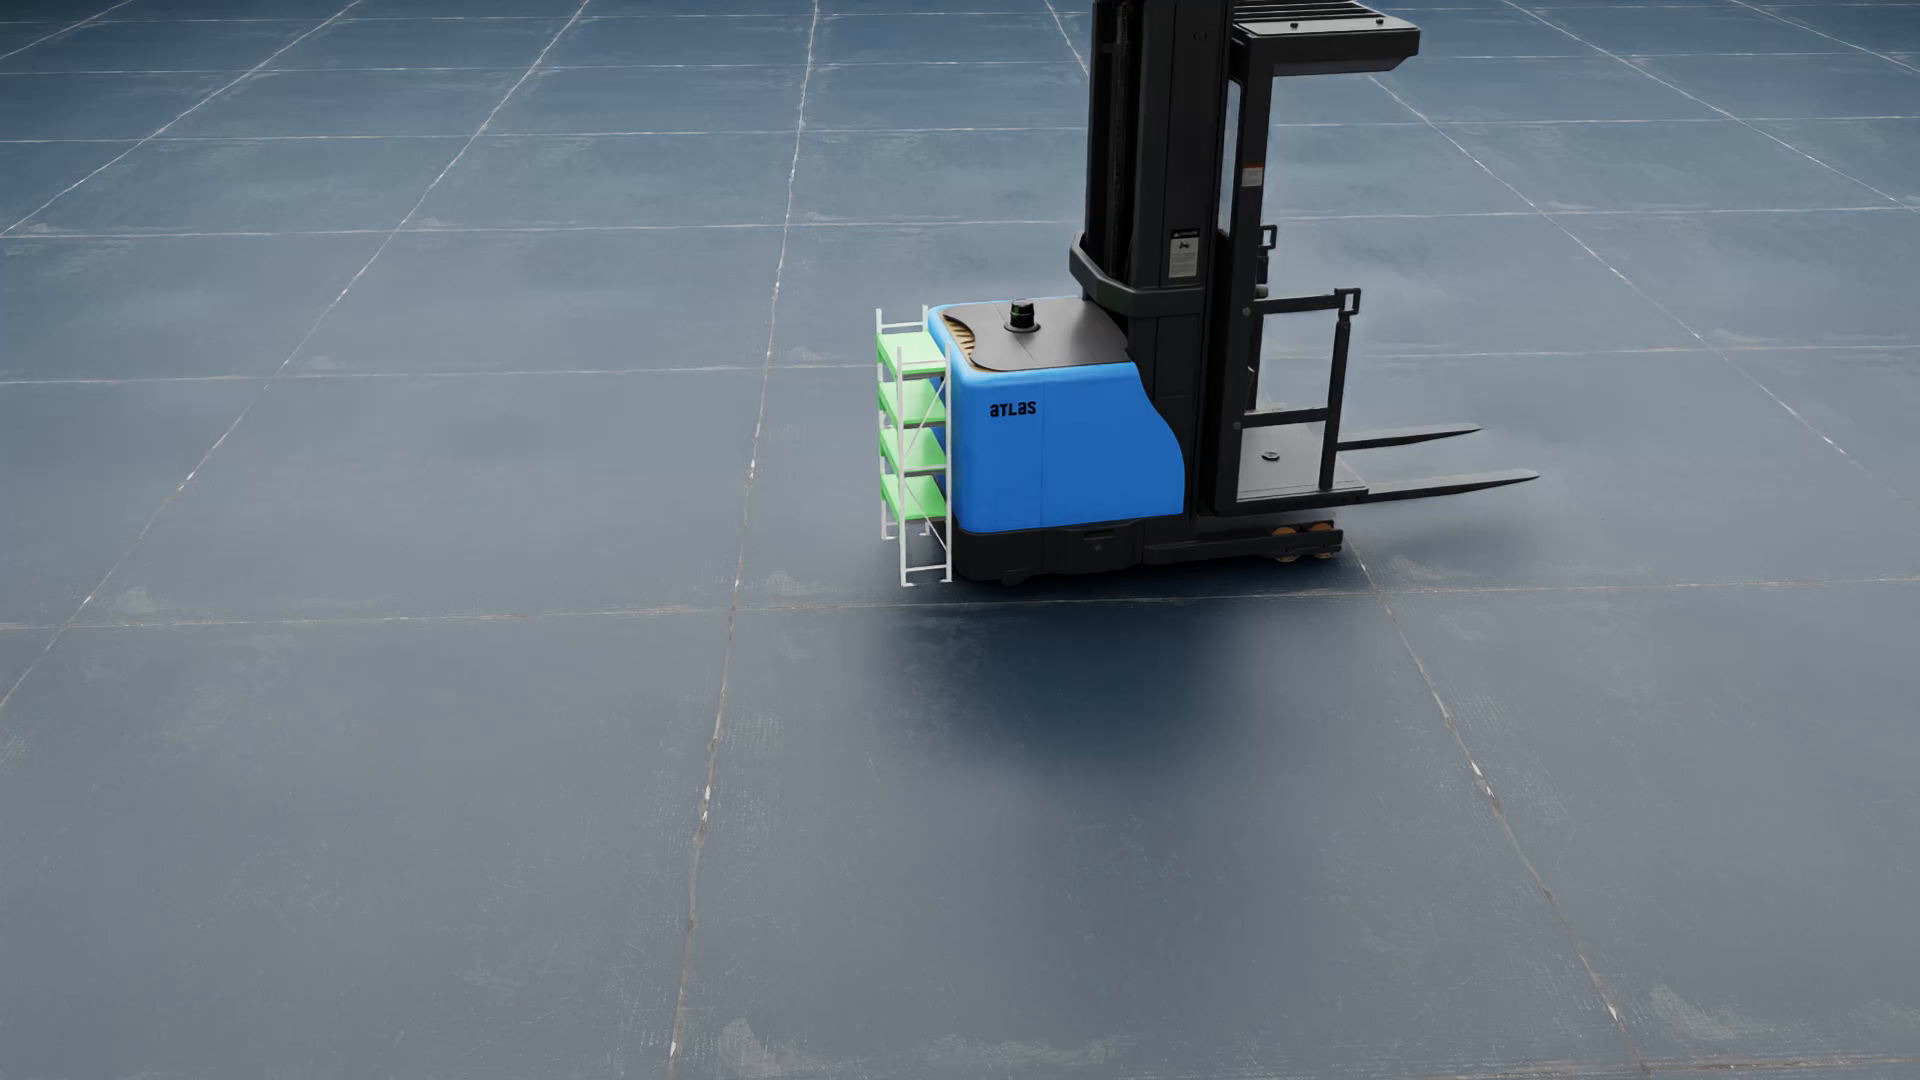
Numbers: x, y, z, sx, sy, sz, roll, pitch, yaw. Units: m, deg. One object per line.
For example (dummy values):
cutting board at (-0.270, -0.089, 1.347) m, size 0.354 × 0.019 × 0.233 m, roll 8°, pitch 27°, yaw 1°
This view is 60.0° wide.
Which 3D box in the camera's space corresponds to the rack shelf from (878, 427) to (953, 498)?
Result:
rack shelf at (-0.214, -0.379, 7.818) m, size 0.258 × 0.148 × 0.480 m, roll -6°, pitch 28°, yaw -12°

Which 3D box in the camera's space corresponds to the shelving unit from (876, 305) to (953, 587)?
shelving unit at (-0.214, -0.436, 7.789) m, size 0.258 × 1.200 × 0.503 m, roll -6°, pitch 28°, yaw -12°

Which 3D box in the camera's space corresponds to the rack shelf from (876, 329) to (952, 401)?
rack shelf at (-0.214, -0.805, 7.596) m, size 0.258 × 0.148 × 0.480 m, roll -6°, pitch 28°, yaw -12°

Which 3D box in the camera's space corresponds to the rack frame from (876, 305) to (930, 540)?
rack frame at (-0.269, -0.546, 7.999) m, size 0.240 × 1.200 × 0.015 m, roll -6°, pitch 28°, yaw -12°

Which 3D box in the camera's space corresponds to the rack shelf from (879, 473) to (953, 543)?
rack shelf at (-0.214, -0.167, 7.929) m, size 0.258 × 0.148 × 0.480 m, roll -6°, pitch 28°, yaw -12°

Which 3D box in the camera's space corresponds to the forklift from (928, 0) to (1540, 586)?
forklift at (1.380, -1.424, 7.811) m, size 3.031 × 2.935 × 1.130 m, roll -6°, pitch 28°, yaw -11°

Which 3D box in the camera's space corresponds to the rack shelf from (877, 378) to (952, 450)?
rack shelf at (-0.214, -0.592, 7.707) m, size 0.258 × 0.148 × 0.480 m, roll -6°, pitch 28°, yaw -12°

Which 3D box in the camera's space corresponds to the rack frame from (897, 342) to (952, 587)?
rack frame at (-0.159, -0.326, 7.578) m, size 0.240 × 1.200 × 0.015 m, roll -6°, pitch 28°, yaw -12°
